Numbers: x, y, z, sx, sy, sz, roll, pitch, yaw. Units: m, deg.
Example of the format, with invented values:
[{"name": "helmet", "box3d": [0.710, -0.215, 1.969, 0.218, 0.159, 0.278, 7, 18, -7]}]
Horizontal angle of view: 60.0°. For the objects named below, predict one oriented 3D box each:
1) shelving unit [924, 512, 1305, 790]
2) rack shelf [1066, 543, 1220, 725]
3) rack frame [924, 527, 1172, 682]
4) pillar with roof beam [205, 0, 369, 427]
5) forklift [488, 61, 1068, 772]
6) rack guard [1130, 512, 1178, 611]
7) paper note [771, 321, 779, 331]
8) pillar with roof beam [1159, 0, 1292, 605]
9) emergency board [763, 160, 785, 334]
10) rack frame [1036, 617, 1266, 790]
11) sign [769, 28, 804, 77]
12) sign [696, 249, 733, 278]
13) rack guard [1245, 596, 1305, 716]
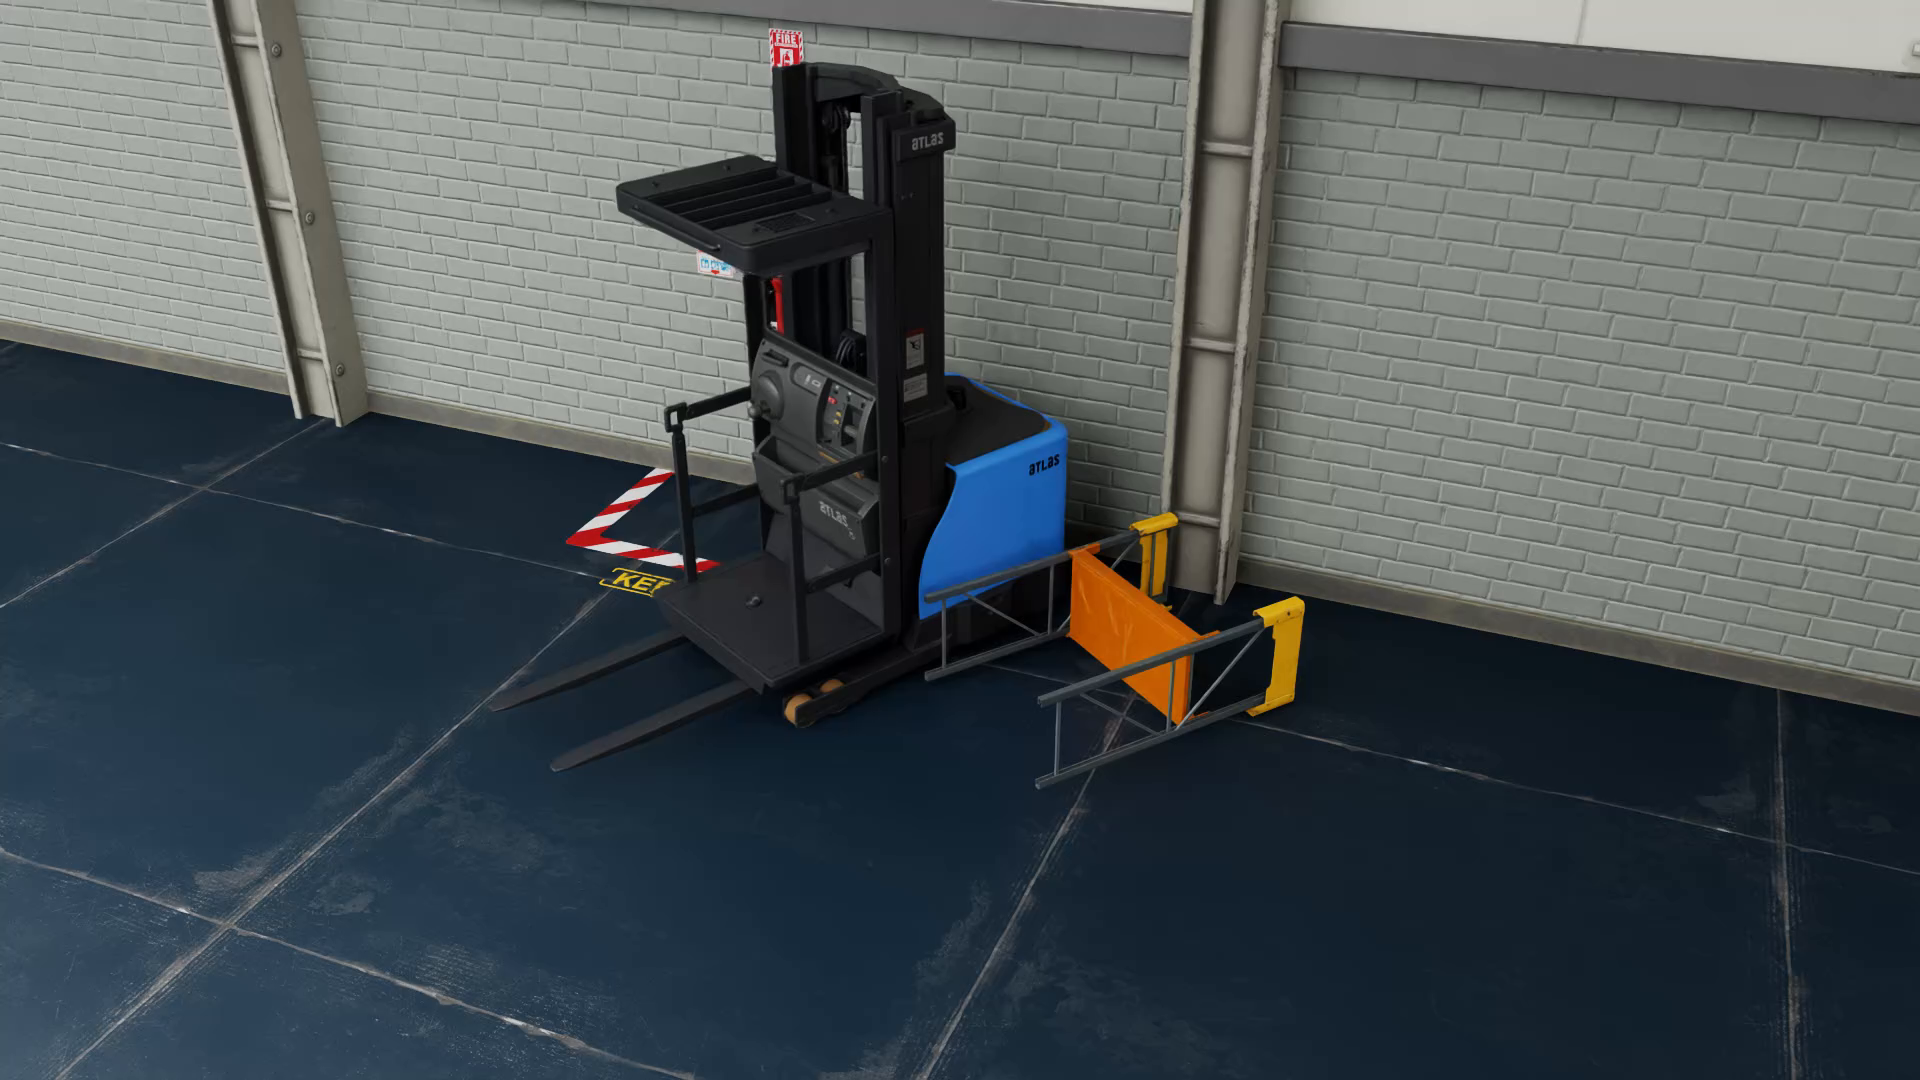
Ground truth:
[{"name": "shelving unit", "box3d": [0.740, 0.519, 8.209, 1.500, 0.587, 1.083, -16, 33, -27]}, {"name": "rack shelf", "box3d": [0.890, 0.469, 8.297, 0.185, 0.538, 1.000, -16, 33, -27]}, {"name": "rack frame", "box3d": [0.474, 0.301, 8.595, 1.500, 0.500, 0.032, -16, 33, -27]}, {"name": "pillar with roof beam", "box3d": [-5.861, -2.813, 5.581, 0.400, 9.000, 9.100, 11, 31, 19]}, {"name": "forklift", "box3d": [-0.875, -0.649, 7.920, 3.031, 2.935, 1.130, -23, 37, -34]}, {"name": "rack guard", "box3d": [1.019, 0.150, 8.861, 0.250, 0.587, 0.087, -16, 33, -27]}, {"name": "paper note", "box3d": [-1.097, -1.209, 9.736, 0.142, 0.148, 0.016, 11, 31, 19]}, {"name": "pillar with roof beam", "box3d": [-0.301, -1.703, 3.617, 0.400, 9.000, 9.100, 11, 31, 19]}, {"name": "emergency board", "box3d": [-0.958, -1.529, 9.406, 0.643, 1.169, 0.194, 11, 31, 19]}, {"name": "rack frame", "box3d": [0.998, 0.729, 7.837, 1.500, 0.500, 0.032, -16, 33, -27]}, {"name": "sign", "box3d": [-0.928, -2.585, 8.919, 0.199, 0.298, 0.001, 11, 31, 19]}, {"name": "sign", "box3d": [-1.432, -1.693, 9.661, 0.234, 0.329, 0.001, 11, 31, 19]}, {"name": "rack guard", "box3d": [1.533, 0.570, 8.118, 0.250, 0.587, 0.087, -16, 33, -27]}]
